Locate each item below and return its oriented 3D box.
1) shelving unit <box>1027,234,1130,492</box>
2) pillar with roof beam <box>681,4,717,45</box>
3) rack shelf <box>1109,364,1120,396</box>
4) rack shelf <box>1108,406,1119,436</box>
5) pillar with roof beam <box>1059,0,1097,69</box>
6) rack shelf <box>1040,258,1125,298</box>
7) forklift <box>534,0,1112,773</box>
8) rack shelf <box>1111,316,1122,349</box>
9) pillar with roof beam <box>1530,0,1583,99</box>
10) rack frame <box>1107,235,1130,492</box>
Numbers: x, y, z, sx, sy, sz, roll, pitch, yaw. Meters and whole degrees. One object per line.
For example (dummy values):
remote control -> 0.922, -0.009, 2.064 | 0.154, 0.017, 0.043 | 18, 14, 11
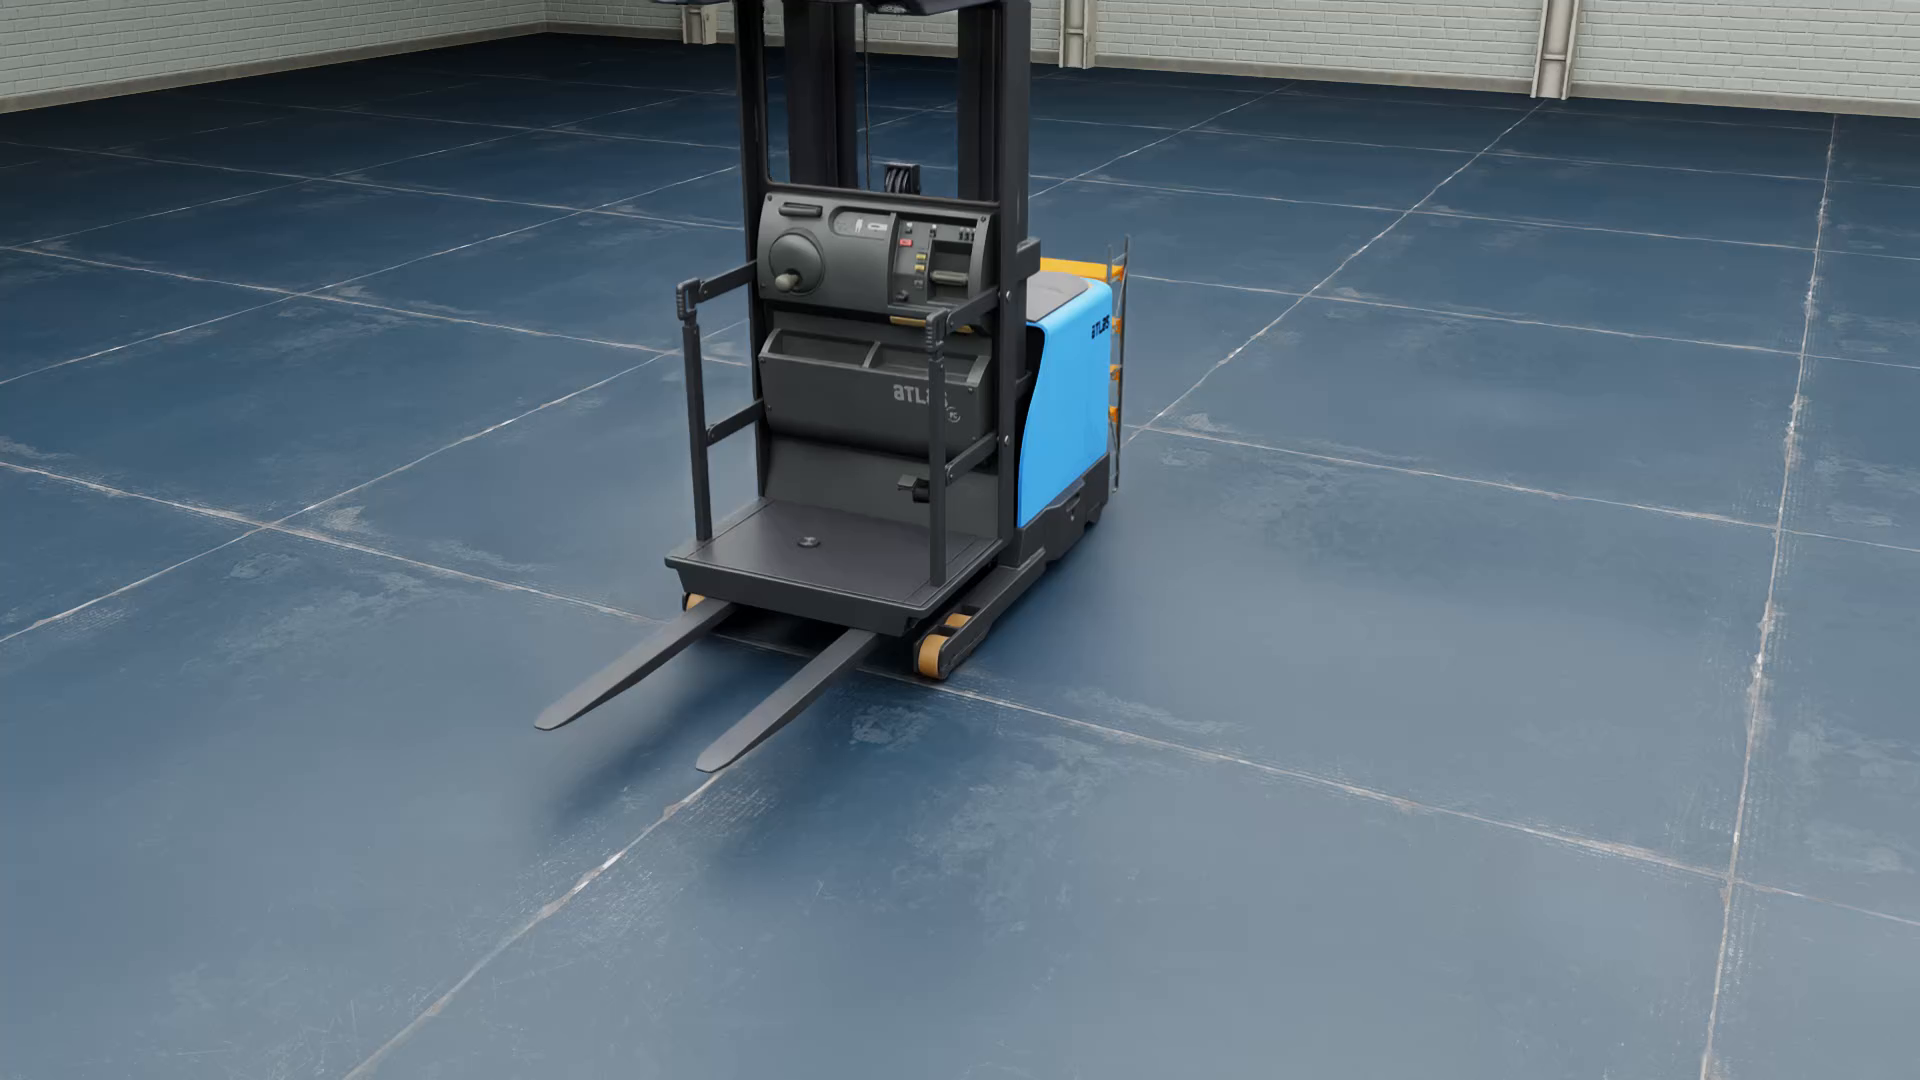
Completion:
shelving unit -> 0.471, -0.795, 7.584 | 0.503, 1.200, 0.258 | 10, 25, 23
pillar with roof beam -> -5.754, -9.939, 19.123 | 0.400, 9.000, 9.100 | 11, 25, 25
rack shelf -> 0.471, -0.733, 7.610 | 0.480, 0.148, 0.258 | 10, 25, 23
rack shelf -> 0.470, -0.550, 7.686 | 0.480, 0.148, 0.258 | 10, 25, 23
pillar with roof beam -> -0.400, -8.880, 16.632 | 0.400, 9.000, 9.100 | 11, 25, 25
rack shelf -> 0.472, -1.157, 7.432 | 0.480, 0.148, 0.258 | 10, 25, 23
forklift -> -0.415, -1.034, 5.935 | 1.130, 2.935, 3.031 | 10, 25, 23
rack shelf -> 0.471, -0.939, 7.523 | 0.480, 0.148, 0.258 | 10, 25, 23
pillar with roof beam -> 4.955, -7.820, 14.141 | 0.400, 9.000, 9.100 | 11, 25, 25
rack frame -> 0.692, -0.754, 7.488 | 0.015, 1.200, 0.240 | 10, 25, 23
